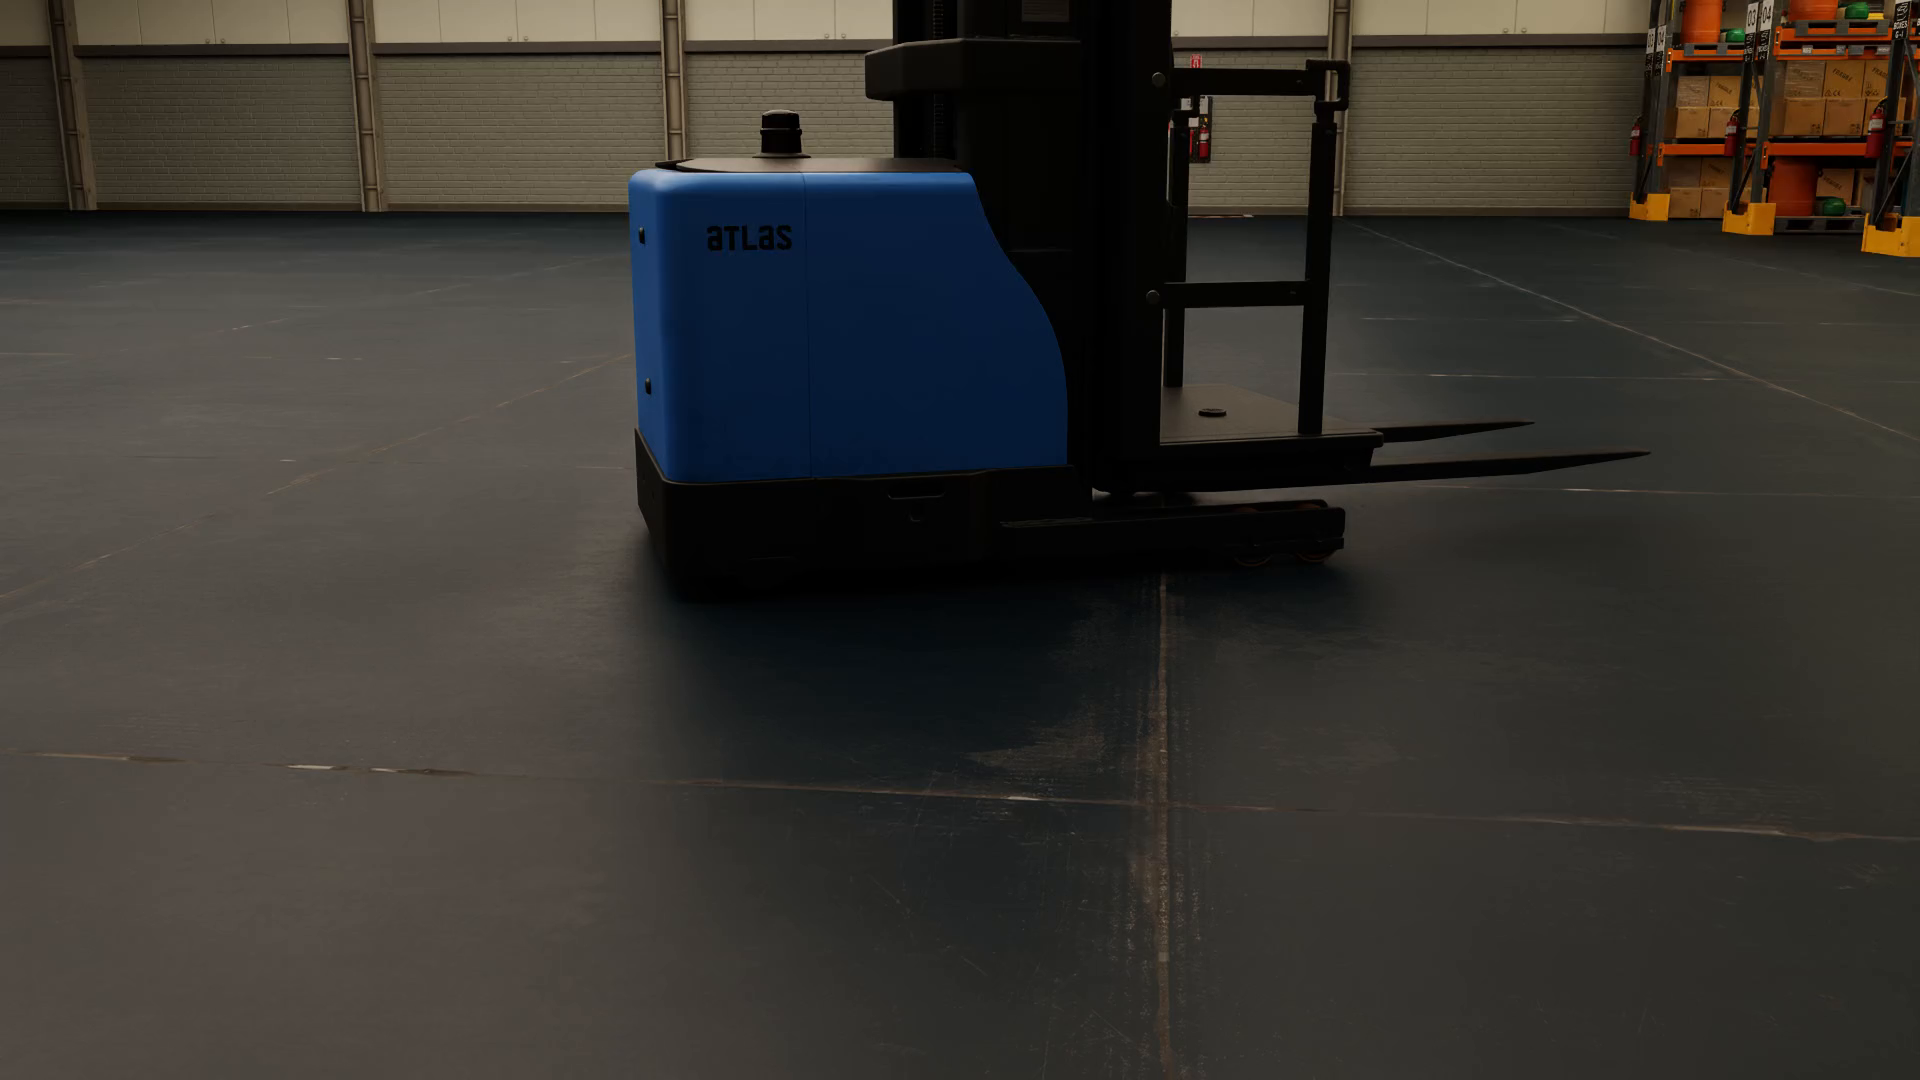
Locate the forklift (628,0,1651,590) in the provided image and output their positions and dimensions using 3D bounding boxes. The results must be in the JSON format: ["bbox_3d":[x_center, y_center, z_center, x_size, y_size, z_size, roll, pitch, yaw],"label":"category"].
[{"bbox_3d":[0.587,-1.464,4.770,3.031,2.935,1.130,-4,14,-15],"label":"forklift"}]
